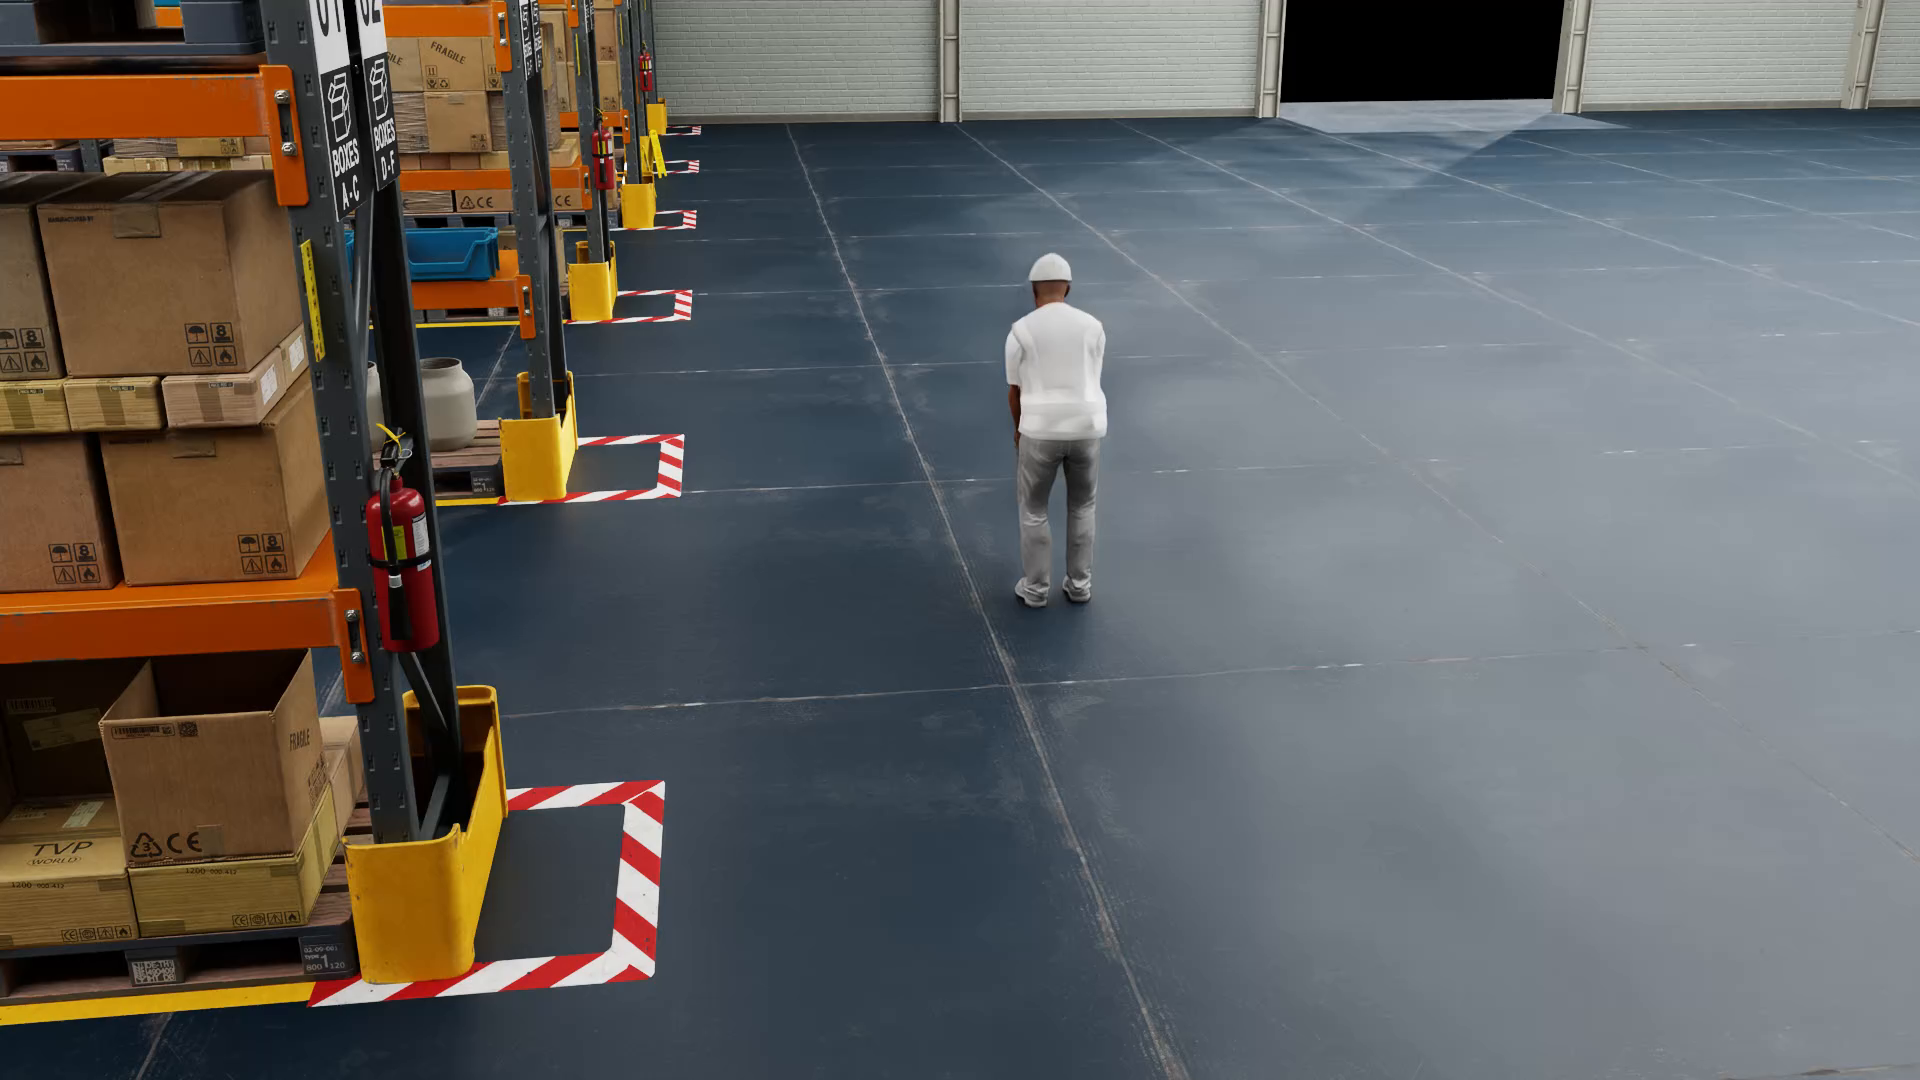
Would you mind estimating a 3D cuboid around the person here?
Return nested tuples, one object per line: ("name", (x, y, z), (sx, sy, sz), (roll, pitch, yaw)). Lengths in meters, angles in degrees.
("person", (0.461, -0.543, 8.221), (0.493, 1.718, 0.611), (-3, 20, -9))
